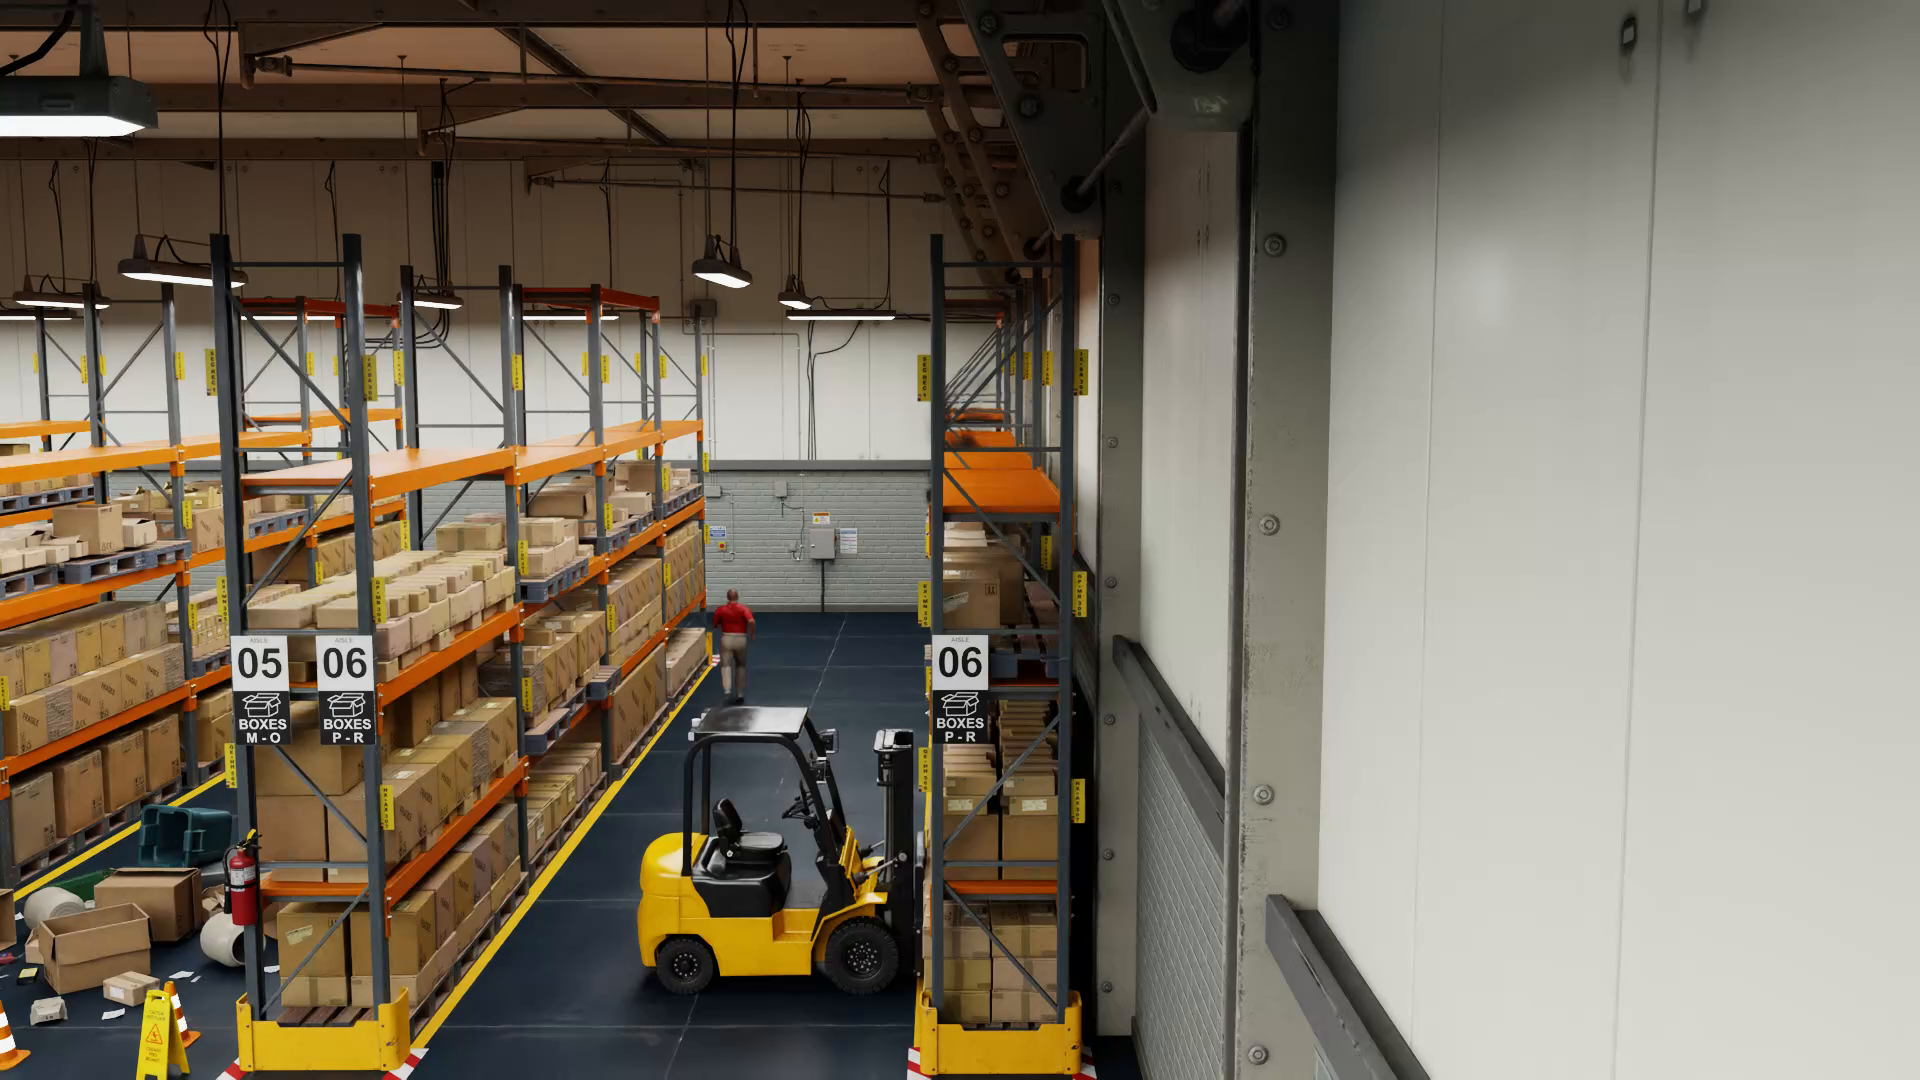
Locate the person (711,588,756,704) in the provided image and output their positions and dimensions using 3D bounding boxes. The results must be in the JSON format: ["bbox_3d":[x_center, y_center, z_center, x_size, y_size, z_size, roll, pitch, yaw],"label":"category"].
[{"bbox_3d":[-3.360,1.563,24.698,0.662,1.716,0.989,-1,6,-7],"label":"person"}]
